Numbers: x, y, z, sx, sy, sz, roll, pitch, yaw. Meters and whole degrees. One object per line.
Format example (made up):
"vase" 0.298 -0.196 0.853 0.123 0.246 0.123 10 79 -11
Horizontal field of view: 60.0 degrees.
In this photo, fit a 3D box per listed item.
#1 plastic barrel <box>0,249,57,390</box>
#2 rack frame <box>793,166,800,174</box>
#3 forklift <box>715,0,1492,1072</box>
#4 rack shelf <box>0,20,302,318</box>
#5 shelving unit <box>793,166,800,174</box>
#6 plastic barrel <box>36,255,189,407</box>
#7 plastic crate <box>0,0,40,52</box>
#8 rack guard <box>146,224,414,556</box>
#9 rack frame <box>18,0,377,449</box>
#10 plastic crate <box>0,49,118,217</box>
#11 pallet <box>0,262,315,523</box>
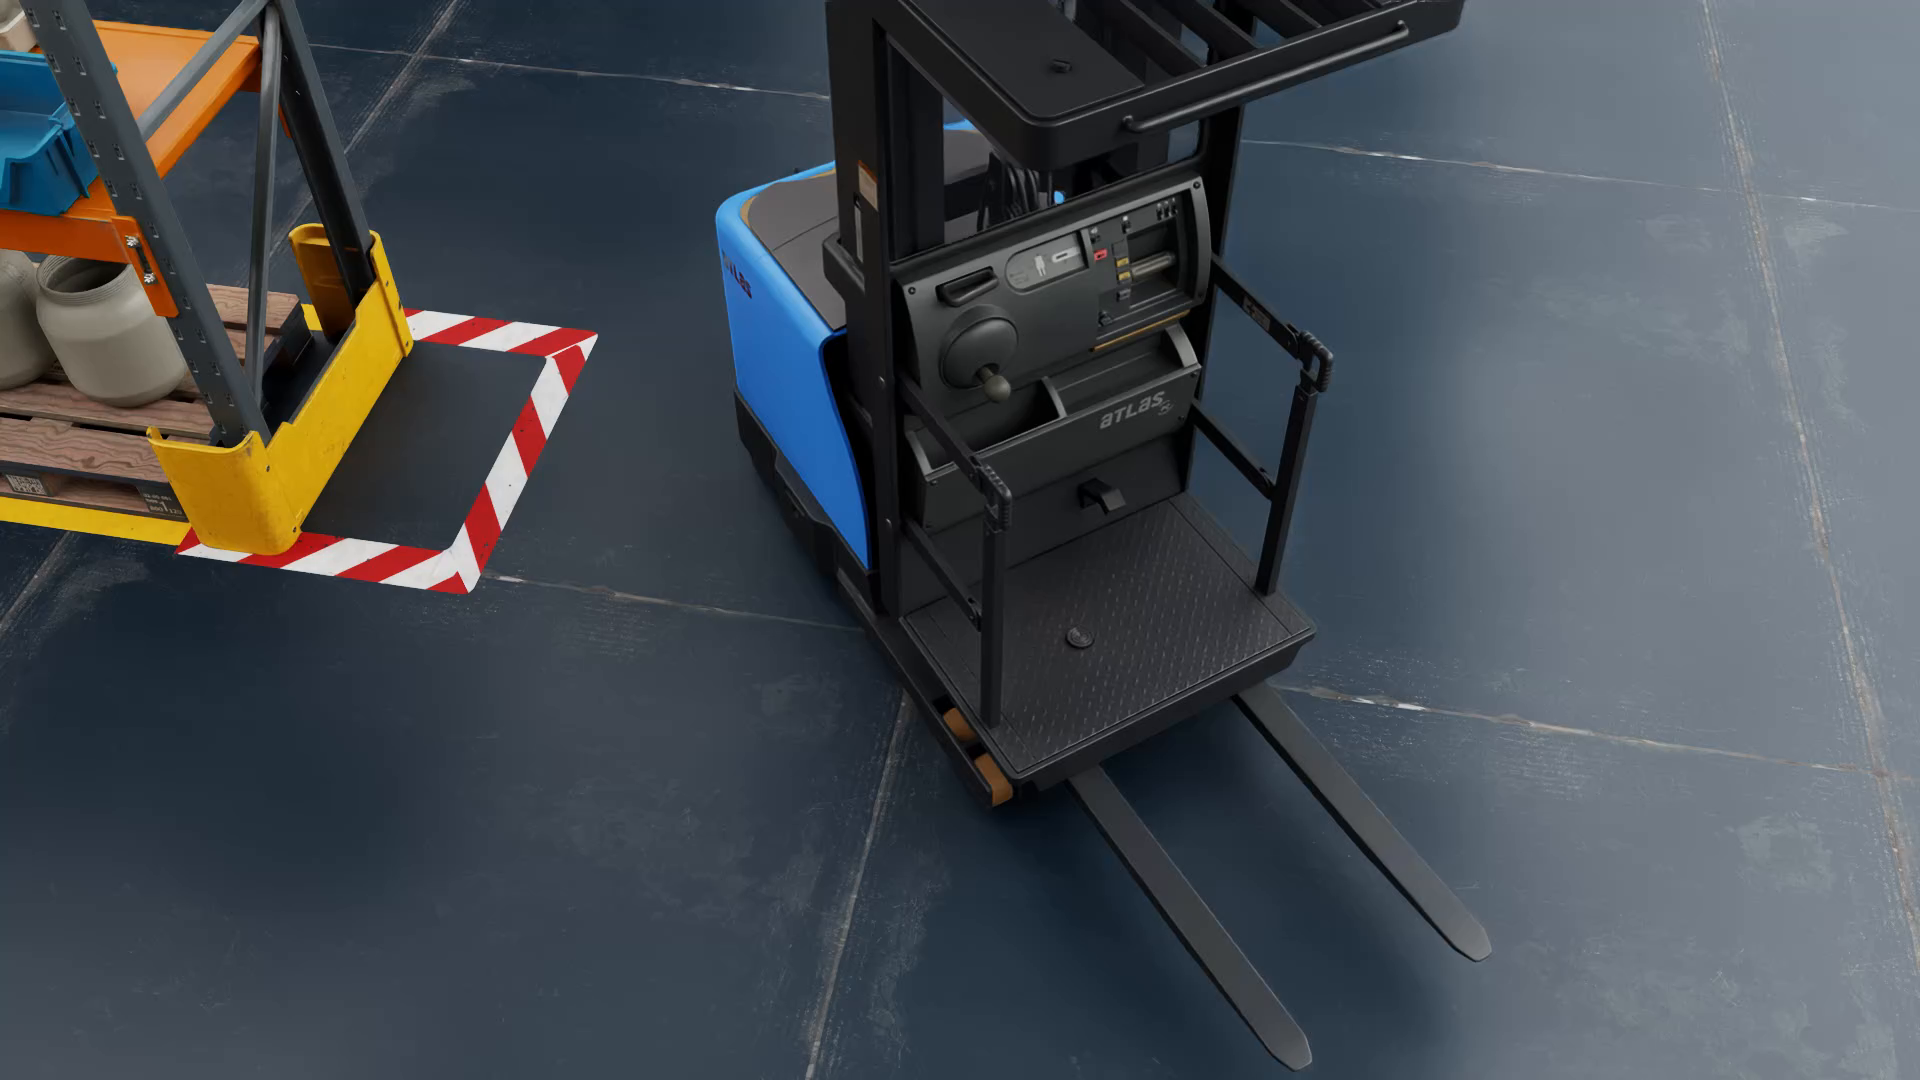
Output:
"plastic barrel" -3.447 -0.822 5.862 0.421 0.512 0.421 0 48 0
"rack frame" -0.465 -1.013 6.055 0.240 0.900 0.006 -23 52 -20
"forklift" 0.380 -0.573 4.295 1.130 2.935 3.031 -23 52 -20
"rack shelf" -4.261 -1.440 5.511 4.000 0.370 1.077 8 49 7
"shelving unit" -0.414 -0.948 5.996 0.258 0.900 0.210 -23 52 -20
"plastic barrel" -2.954 -0.755 5.802 0.421 0.512 0.421 0 48 0
"plastic crate" -3.116 -1.681 5.421 0.250 0.136 0.298 8 49 7
"rack guard" -2.376 -0.556 5.913 0.348 0.500 1.175 8 49 7
"rack frame" -2.293 -1.415 5.005 0.127 3.000 1.000 8 49 7
"plastic crate" -2.839 -1.213 4.923 0.616 0.251 0.499 8 49 7
"pallet" -3.175 -0.570 6.121 1.213 0.211 1.003 8 49 7
